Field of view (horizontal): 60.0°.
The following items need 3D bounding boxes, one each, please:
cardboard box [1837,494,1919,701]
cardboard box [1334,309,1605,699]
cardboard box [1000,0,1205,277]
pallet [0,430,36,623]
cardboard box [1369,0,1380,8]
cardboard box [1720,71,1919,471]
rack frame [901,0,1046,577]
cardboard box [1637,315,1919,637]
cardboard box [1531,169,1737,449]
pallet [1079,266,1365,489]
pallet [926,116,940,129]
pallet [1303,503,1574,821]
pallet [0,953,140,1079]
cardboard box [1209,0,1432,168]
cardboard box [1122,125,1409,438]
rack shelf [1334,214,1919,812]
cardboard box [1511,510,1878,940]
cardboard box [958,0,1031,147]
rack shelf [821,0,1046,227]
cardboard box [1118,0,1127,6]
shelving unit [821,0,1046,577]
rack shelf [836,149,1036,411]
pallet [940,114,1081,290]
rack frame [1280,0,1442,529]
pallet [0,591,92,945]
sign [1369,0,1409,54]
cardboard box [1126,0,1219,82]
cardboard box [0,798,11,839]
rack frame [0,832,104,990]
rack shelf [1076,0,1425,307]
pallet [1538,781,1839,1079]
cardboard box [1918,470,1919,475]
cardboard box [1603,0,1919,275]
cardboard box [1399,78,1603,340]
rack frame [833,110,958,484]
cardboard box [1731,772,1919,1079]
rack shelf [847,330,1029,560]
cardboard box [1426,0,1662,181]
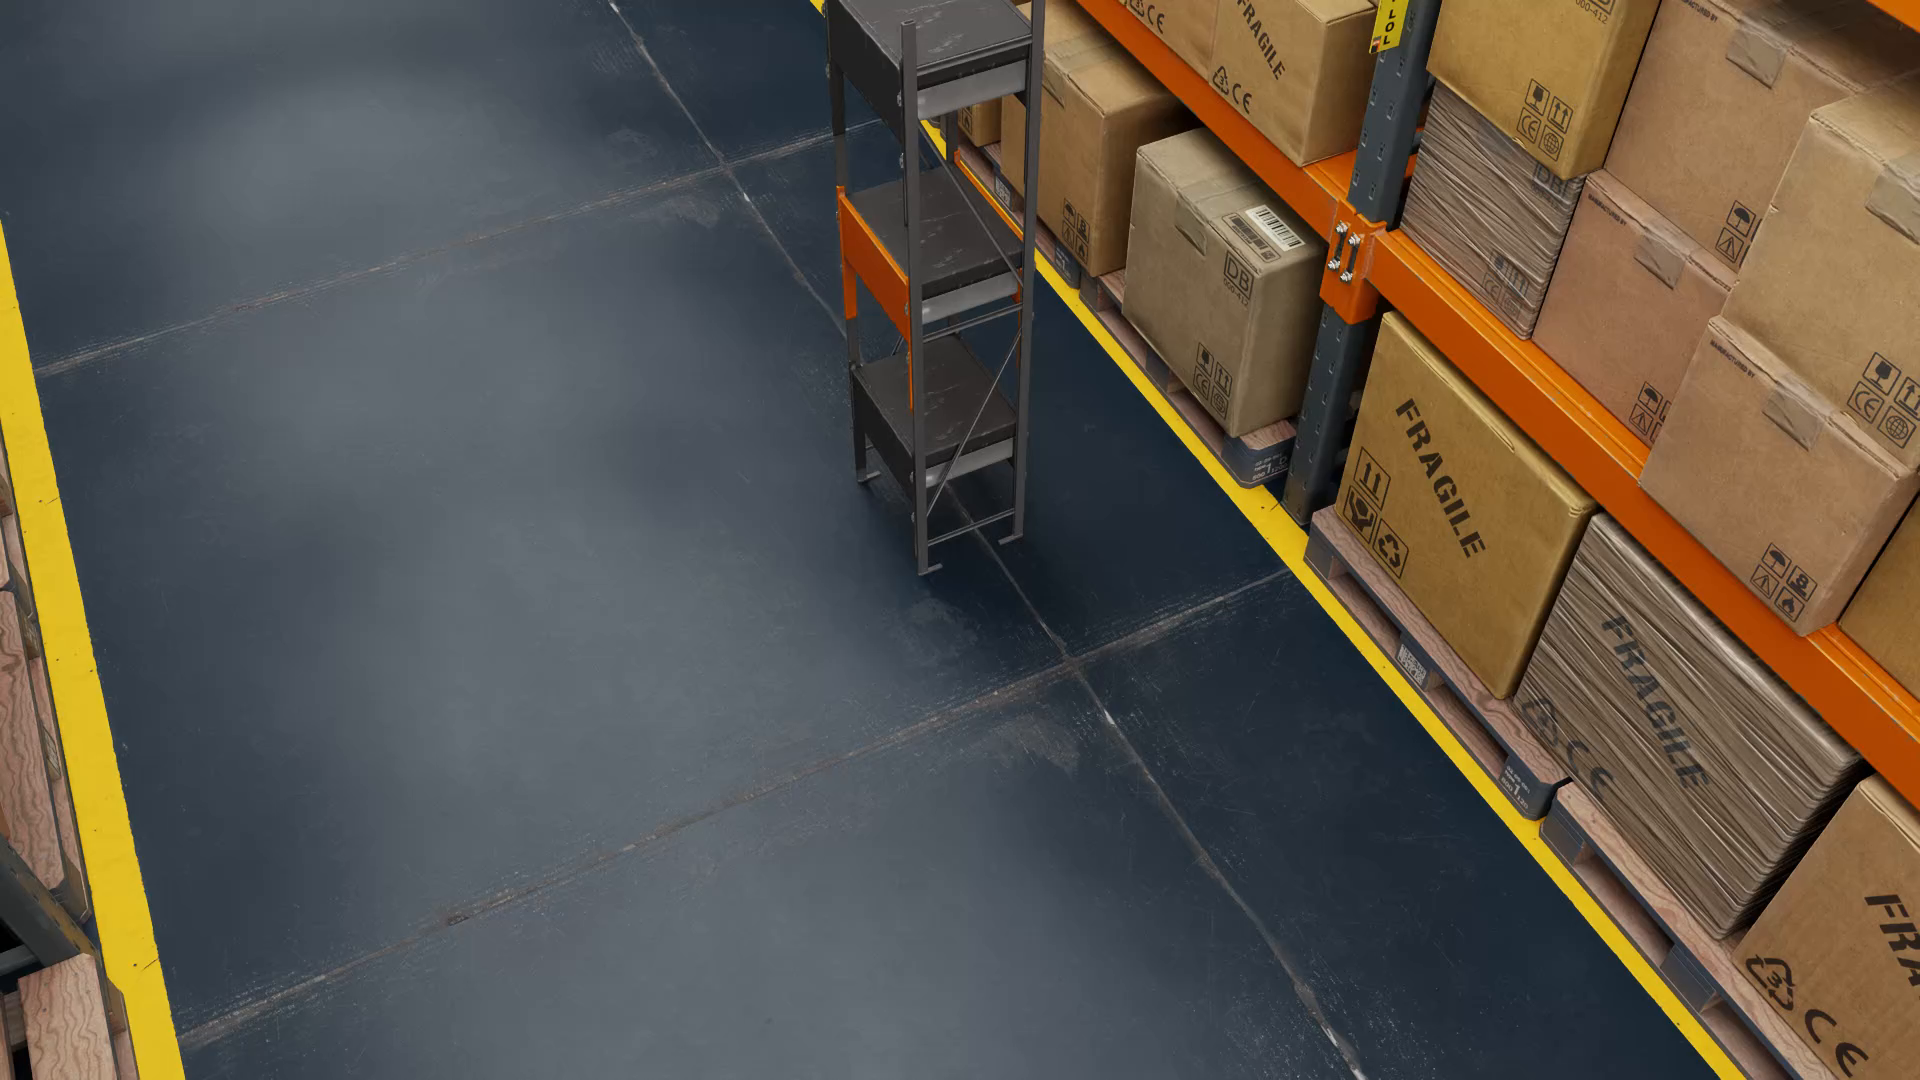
[{"bbox_3d":[2.525,0.034,3.627,0.875,0.550,0.500,-21,52,-18],"label":"cardboard box"},{"bbox_3d":[1.825,-0.235,5.095,0.875,0.875,0.875,-20,52,-17],"label":"cardboard box"},{"bbox_3d":[0.798,-1.670,6.434,1.050,0.750,0.750,-21,52,-18],"label":"cardboard box"},{"bbox_3d":[-3.777,-0.021,5.628,1.003,0.211,1.213,-21,52,-18],"label":"pallet"},{"bbox_3d":[1.367,-1.934,4.718,0.700,0.500,0.500,-22,52,-18],"label":"cardboard box"},{"bbox_3d":[2.218,-0.651,3.509,0.875,0.550,0.550,-21,52,-18],"label":"cardboard box"},{"bbox_3d":[0.036,-0.639,4.914,0.400,2.100,0.015,-21,52,-18],"label":"rack frame"},{"bbox_3d":[2.193,-0.286,3.907,0.875,0.550,0.550,-21,52,-18],"label":"cardboard box"},{"bbox_3d":[2.051,-0.688,4.259,0.875,0.550,0.550,-21,52,-18],"label":"cardboard box"},{"bbox_3d":[1.180,-0.814,6.322,1.003,0.211,1.213,-21,52,-18],"label":"pallet"},{"bbox_3d":[0.063,-2.447,7.750,1.003,0.211,1.213,-21,52,-18],"label":"pallet"},{"bbox_3d":[1.878,0.212,5.424,1.003,0.211,1.213,-21,52,-18],"label":"pallet"},{"bbox_3d":[-2.518,1.755,4.075,1.003,0.211,1.213,-21,52,-18],"label":"pallet"},{"bbox_3d":[1.123,-1.532,5.030,0.500,0.500,0.500,-21,52,-18],"label":"cardboard box"},{"bbox_3d":[1.236,-1.024,5.868,1.050,0.750,0.750,-21,52,-18],"label":"cardboard box"},{"bbox_3d":[2.515,0.334,3.943,1.077,0.370,4.000,-21,52,-18],"label":"rack shelf"},{"bbox_3d":[2.241,0.367,4.569,0.875,0.875,0.875,-21,52,-17],"label":"cardboard box"},{"bbox_3d":[0.371,-2.294,6.979,1.050,0.750,0.750,-20,52,-17],"label":"cardboard box"},{"bbox_3d":[-0.076,-1.254,4.540,0.431,0.518,0.480,-21,52,-18],"label":"rack shelf"},{"bbox_3d":[0.661,-2.208,5.622,0.500,0.500,0.500,-21,52,-17],"label":"cardboard box"},{"bbox_3d":[-0.076,-0.802,5.057,0.431,2.100,0.503,-21,52,-18],"label":"shelving unit"},{"bbox_3d":[-0.076,-0.793,5.067,0.431,0.518,0.480,-21,52,-18],"label":"rack shelf"},{"bbox_3d":[0.617,-1.631,7.037,1.003,0.211,1.213,-21,52,-18],"label":"pallet"},{"bbox_3d":[1.600,-1.241,4.843,1.000,3.000,0.127,-21,52,-18],"label":"rack frame"},{"bbox_3d":[-3.214,0.797,4.913,1.003,0.211,1.213,-21,52,-18],"label":"pallet"},{"bbox_3d":[1.122,-1.403,4.268,0.100,0.325,0.005,-21,52,-18],"label":"sign"},{"bbox_3d":[0.892,-1.870,5.326,0.500,0.500,0.500,-22,52,-18],"label":"cardboard box"},{"bbox_3d":[-3.119,0.659,4.549,0.700,0.500,0.500,-25,53,-20],"label":"cardboard box"},{"bbox_3d":[-2.857,0.399,3.408,1.000,3.000,0.127,-21,52,-18],"label":"rack frame"},{"bbox_3d":[0.685,-2.343,6.285,1.077,0.370,4.000,-21,52,-18],"label":"rack shelf"},{"bbox_3d":[2.440,1.030,4.709,1.003,0.211,1.213,-21,52,-18],"label":"pallet"},{"bbox_3d":[2.467,-0.299,3.201,0.875,0.550,0.500,-21,52,-18],"label":"cardboard box"},{"bbox_3d":[2.093,-1.059,3.867,0.875,0.550,0.550,-21,52,-18],"label":"cardboard box"},{"bbox_3d":[1.779,-1.048,4.574,0.875,0.550,0.550,-21,52,-18],"label":"cardboard box"},{"bbox_3d":[-0.187,-0.965,5.199,0.400,2.100,0.015,-21,52,-18],"label":"rack frame"},{"bbox_3d":[2.657,0.978,4.035,0.875,0.875,0.875,-22,52,-18],"label":"cardboard box"},{"bbox_3d":[-0.076,-0.332,5.594,0.431,0.518,0.480,-21,52,-18],"label":"rack shelf"},{"bbox_3d":[1.738,-1.388,4.154,0.875,0.550,0.550,-21,52,-18],"label":"cardboard box"}]
